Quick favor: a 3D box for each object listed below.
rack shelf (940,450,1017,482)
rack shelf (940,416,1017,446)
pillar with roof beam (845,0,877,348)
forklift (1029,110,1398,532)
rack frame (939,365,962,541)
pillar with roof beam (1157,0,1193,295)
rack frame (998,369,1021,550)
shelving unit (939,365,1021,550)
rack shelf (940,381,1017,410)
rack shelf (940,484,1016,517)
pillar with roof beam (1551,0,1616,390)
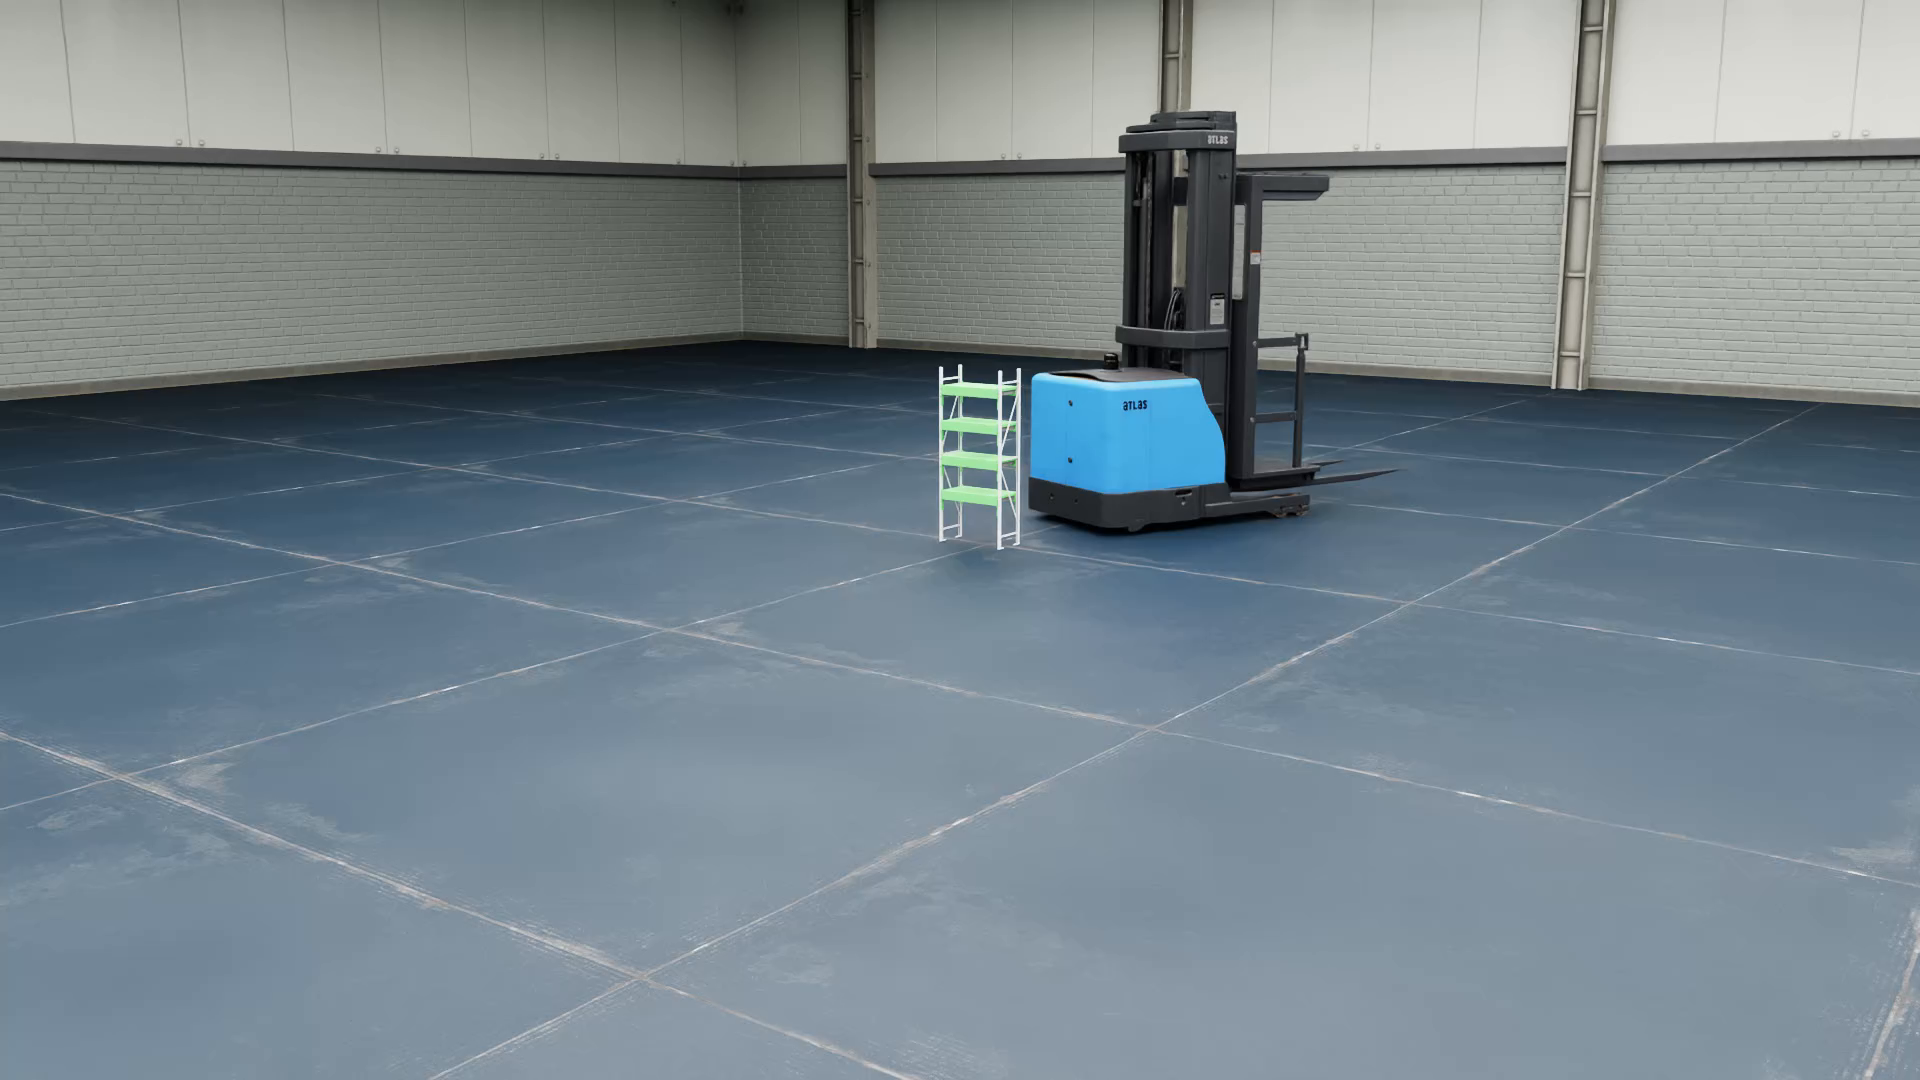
[{"bbox_3d":[0.133,-0.508,11.332,0.480,0.148,0.258,8,13,36],"label":"rack shelf"},{"bbox_3d":[0.133,-0.743,11.286,0.480,0.148,0.258,8,13,36],"label":"rack shelf"},{"bbox_3d":[-4.222,-7.097,24.524,0.400,9.000,9.100,8,13,36],"label":"pillar with roof beam"},{"bbox_3d":[2.033,-1.680,12.499,3.031,2.935,1.130,-7,13,-31],"label":"forklift"},{"bbox_3d":[-0.063,-0.598,11.461,0.015,1.200,0.240,8,13,36],"label":"rack frame"},{"bbox_3d":[0.614,-6.423,21.037,0.400,9.000,9.100,8,13,36],"label":"pillar with roof beam"},{"bbox_3d":[0.330,-0.543,11.178,0.015,1.200,0.240,8,13,36],"label":"rack frame"},{"bbox_3d":[0.133,-0.570,11.320,0.503,1.200,0.258,8,13,36],"label":"shelving unit"},{"bbox_3d":[0.133,-0.979,11.240,0.480,0.148,0.258,8,13,36],"label":"rack shelf"},{"bbox_3d":[0.133,-0.272,11.377,0.480,0.148,0.258,8,13,36],"label":"rack shelf"},{"bbox_3d":[5.450,-5.748,17.550,0.400,9.000,9.100,8,13,36],"label":"pillar with roof beam"}]
